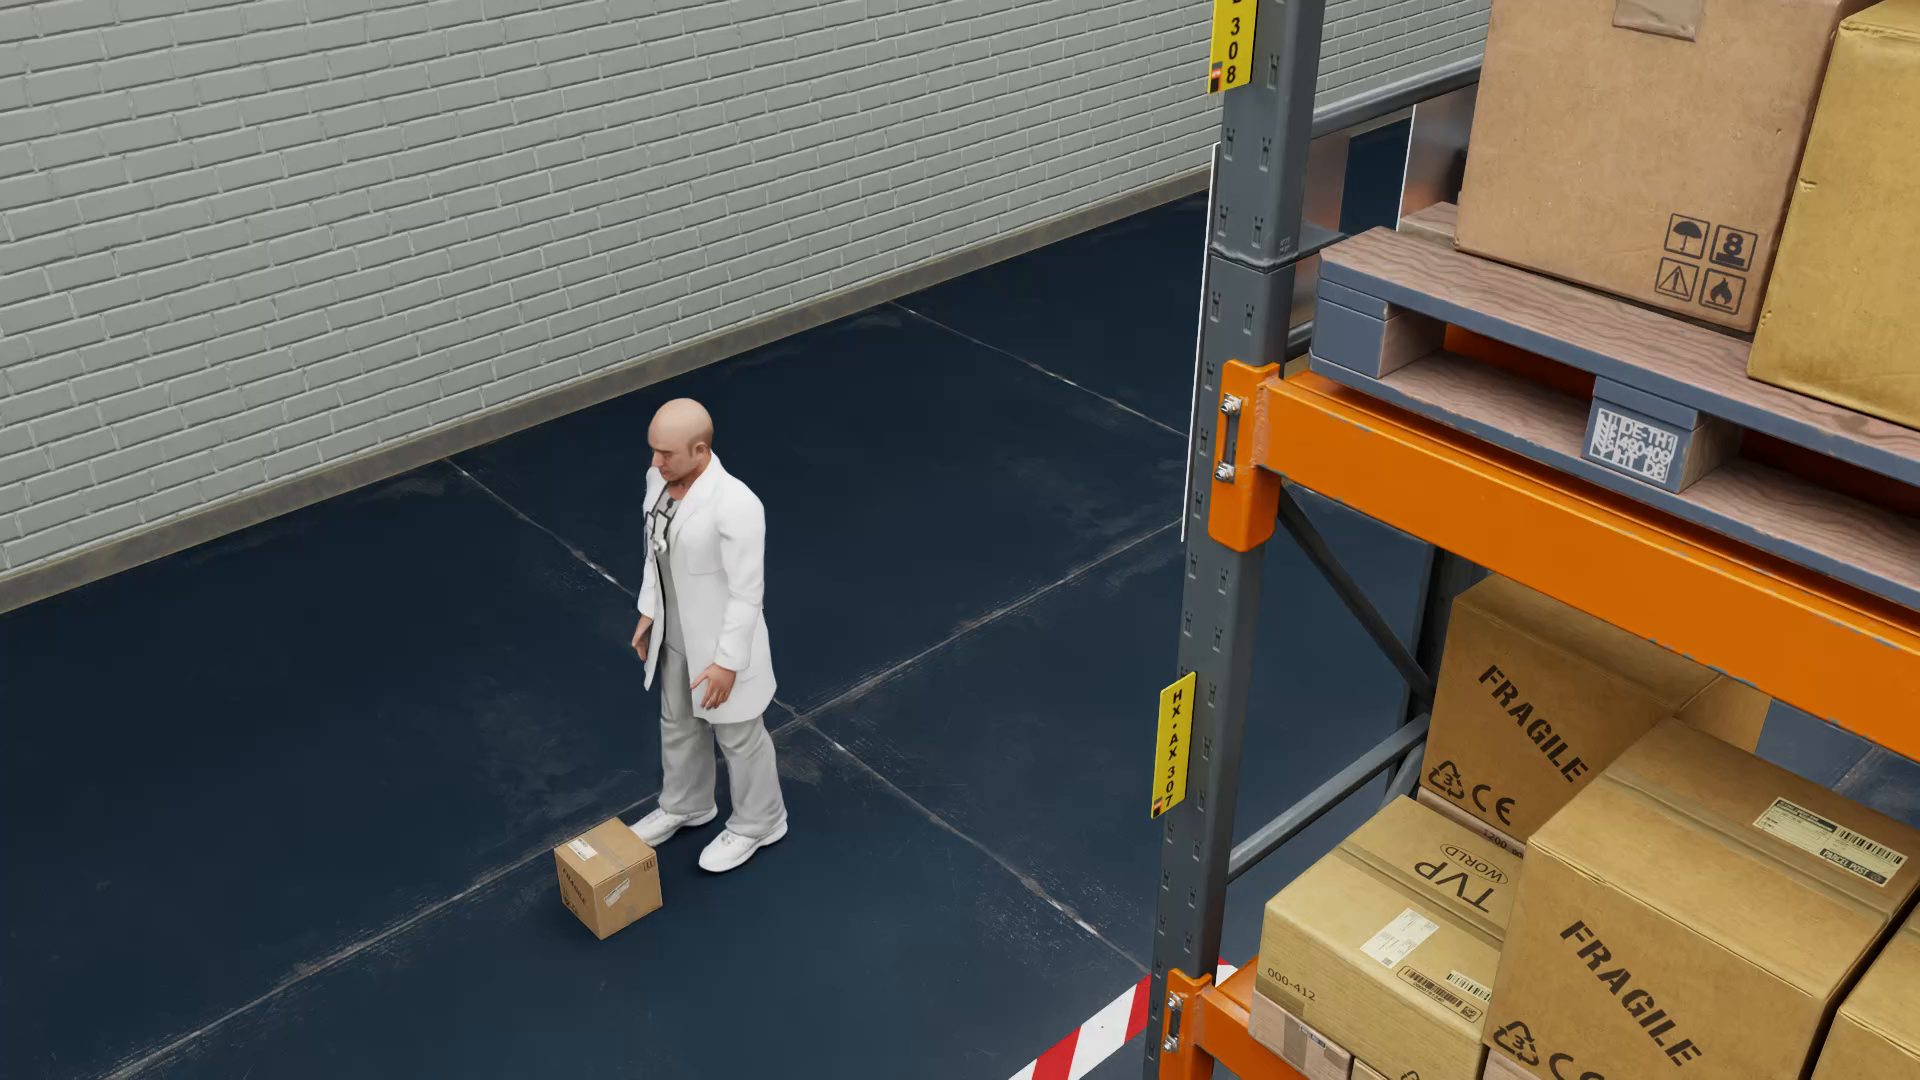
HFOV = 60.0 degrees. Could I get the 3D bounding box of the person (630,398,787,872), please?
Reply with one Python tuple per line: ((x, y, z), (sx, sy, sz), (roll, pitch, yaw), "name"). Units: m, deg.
((-0.895, 0.345, 5.567), (0.508, 1.787, 0.576), (-25, 40, -35), "person")
